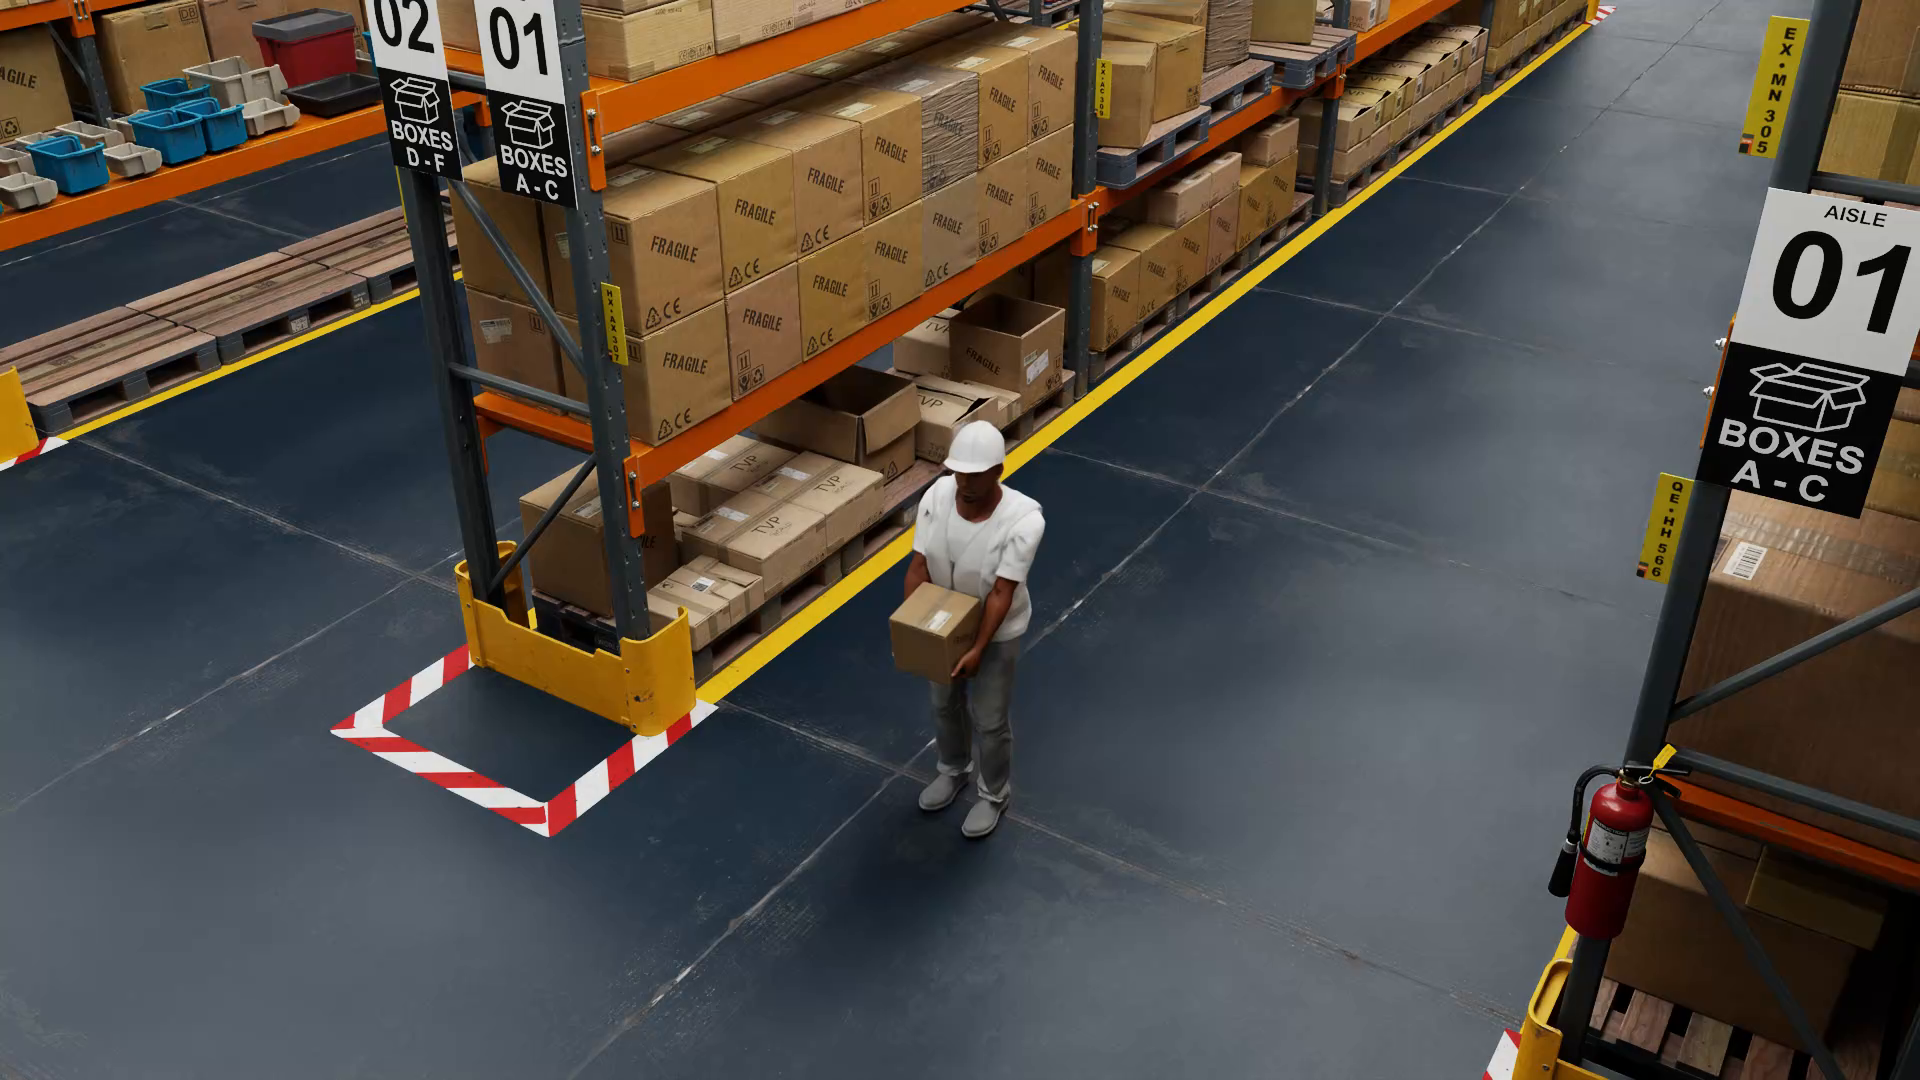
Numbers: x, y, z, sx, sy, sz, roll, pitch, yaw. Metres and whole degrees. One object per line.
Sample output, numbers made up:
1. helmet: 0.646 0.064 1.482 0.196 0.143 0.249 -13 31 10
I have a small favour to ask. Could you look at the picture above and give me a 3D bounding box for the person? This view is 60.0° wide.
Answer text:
1. person: 0.018 0.377 6.463 0.505 1.762 0.573 17 34 27
